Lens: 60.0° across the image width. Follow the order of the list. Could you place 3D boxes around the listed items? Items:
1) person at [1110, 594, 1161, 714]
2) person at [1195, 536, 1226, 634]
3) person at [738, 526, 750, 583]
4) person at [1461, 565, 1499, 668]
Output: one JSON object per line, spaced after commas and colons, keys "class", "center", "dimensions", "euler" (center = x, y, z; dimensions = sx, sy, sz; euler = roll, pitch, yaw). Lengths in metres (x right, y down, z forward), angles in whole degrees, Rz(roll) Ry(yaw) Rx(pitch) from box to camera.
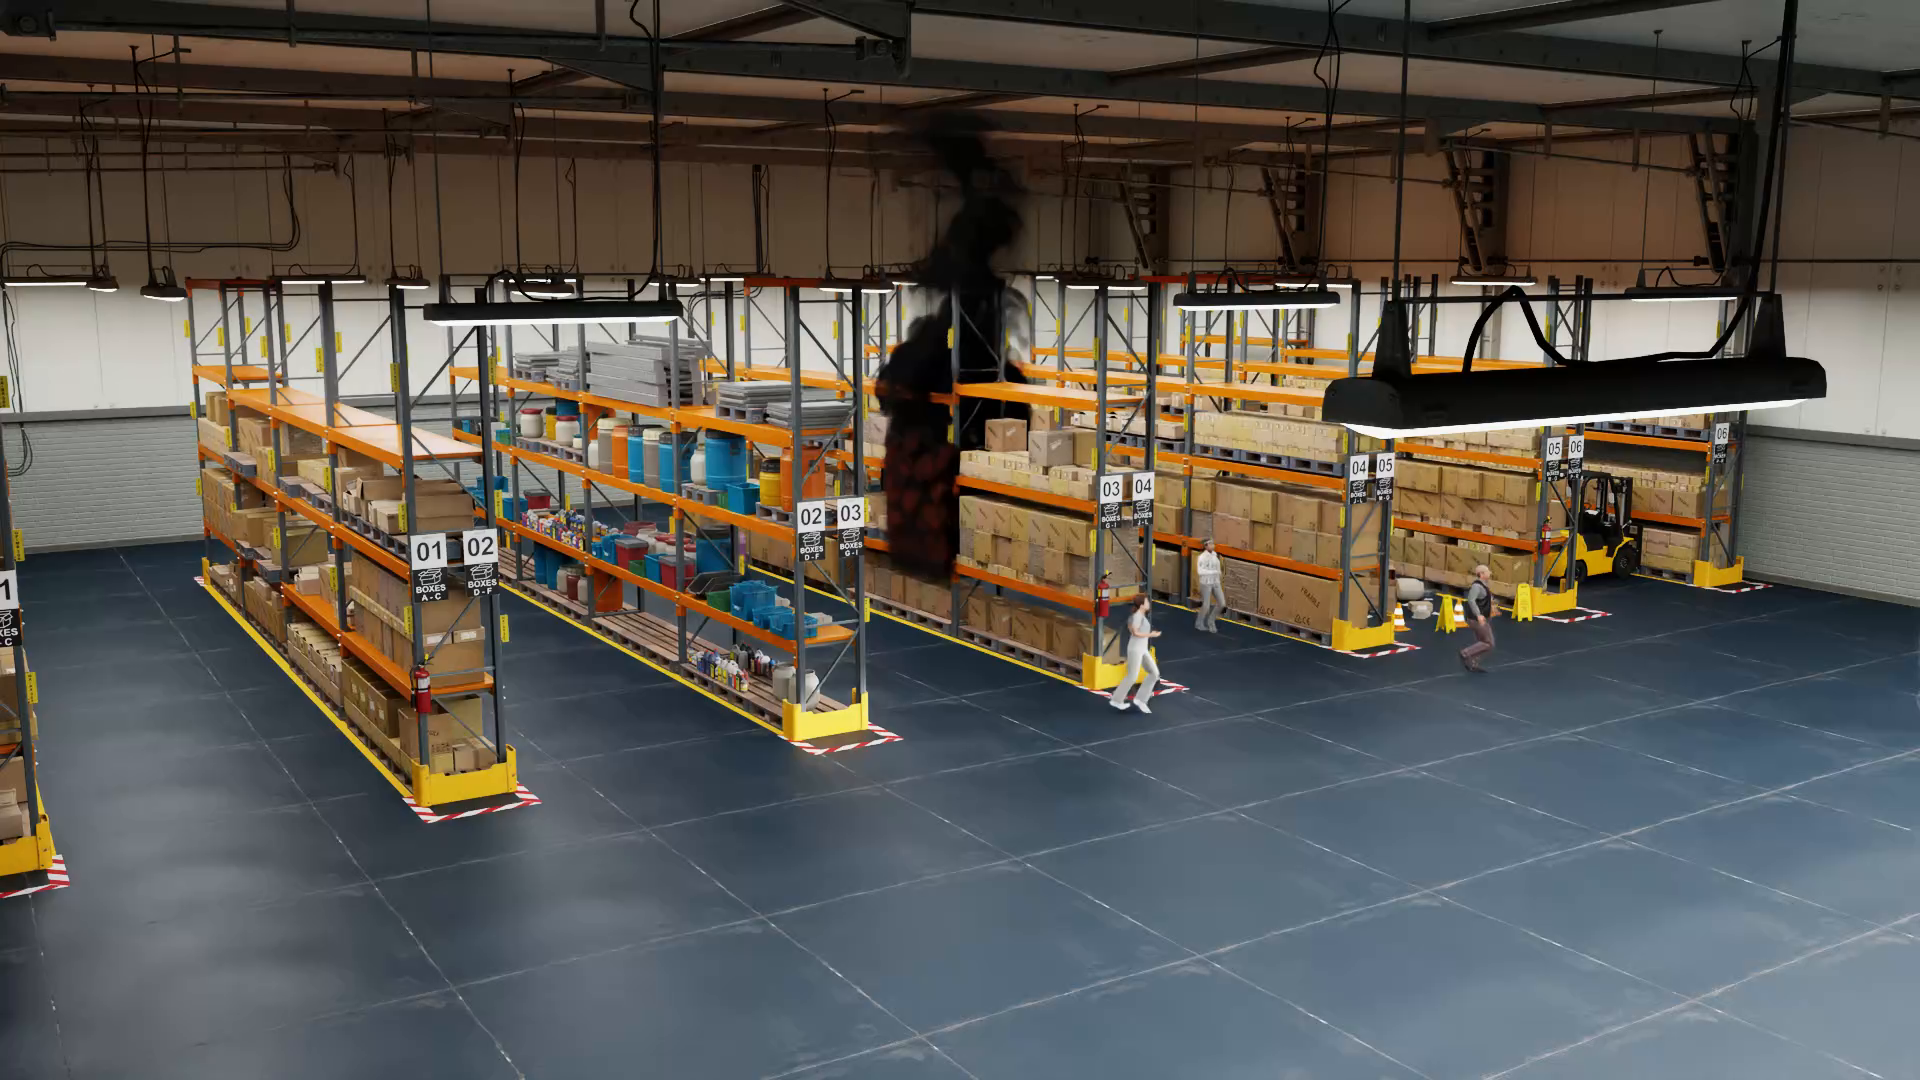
{"class": "person", "center": [2.526, 1.623, 23.619], "dimensions": [0.685, 1.622, 0.578], "euler": [4, 10, 21]}
{"class": "person", "center": [4.294, 0.779, 28.377], "dimensions": [0.594, 1.699, 0.638], "euler": [-7, 12, -35]}
{"class": "person", "center": [-4.101, 0.415, 30.862], "dimensions": [0.549, 1.558, 0.526], "euler": [-8, 13, -41]}
{"class": "person", "center": [8.050, 1.190, 25.704], "dimensions": [0.534, 1.625, 0.676], "euler": [3, 10, 17]}
